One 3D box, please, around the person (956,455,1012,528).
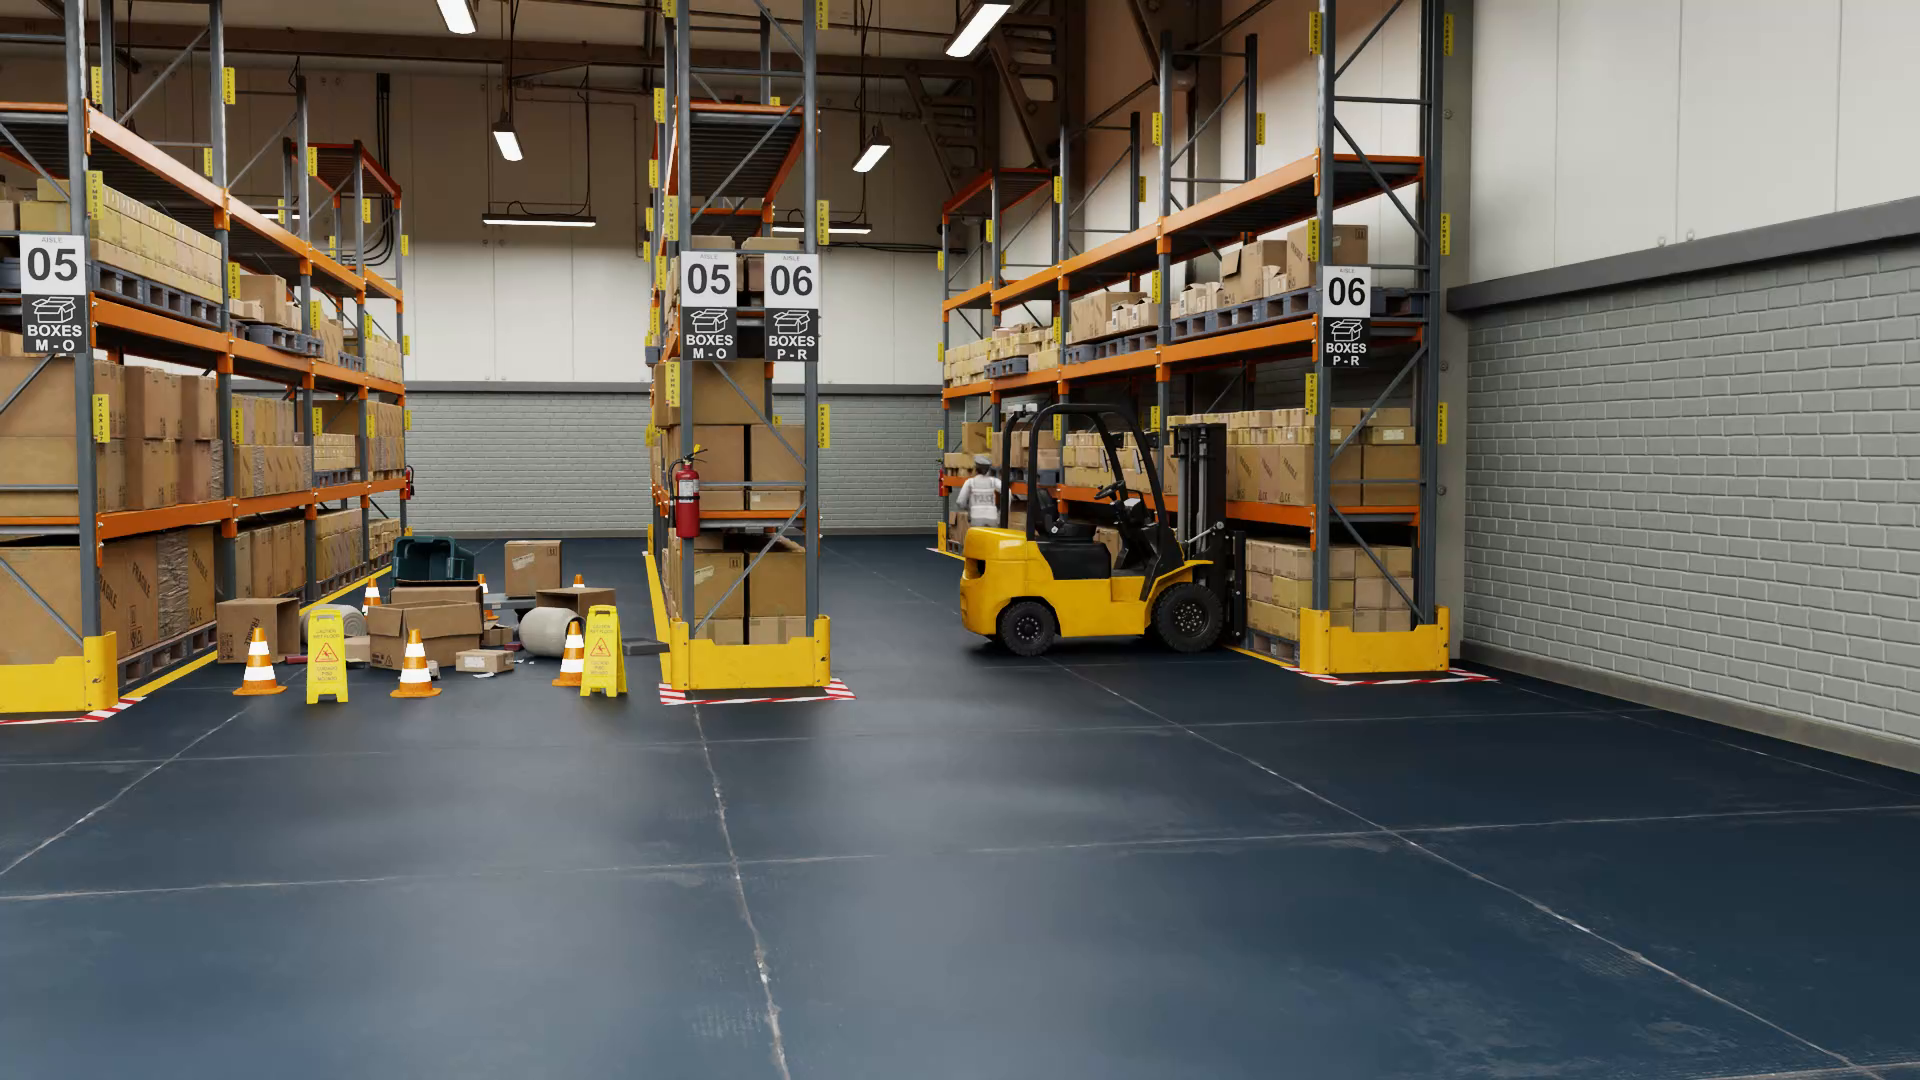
[{"bbox_3d":[0.299,-0.162,20.017,0.626,1.727,0.814,-1,3,-21],"label":"person"}]
